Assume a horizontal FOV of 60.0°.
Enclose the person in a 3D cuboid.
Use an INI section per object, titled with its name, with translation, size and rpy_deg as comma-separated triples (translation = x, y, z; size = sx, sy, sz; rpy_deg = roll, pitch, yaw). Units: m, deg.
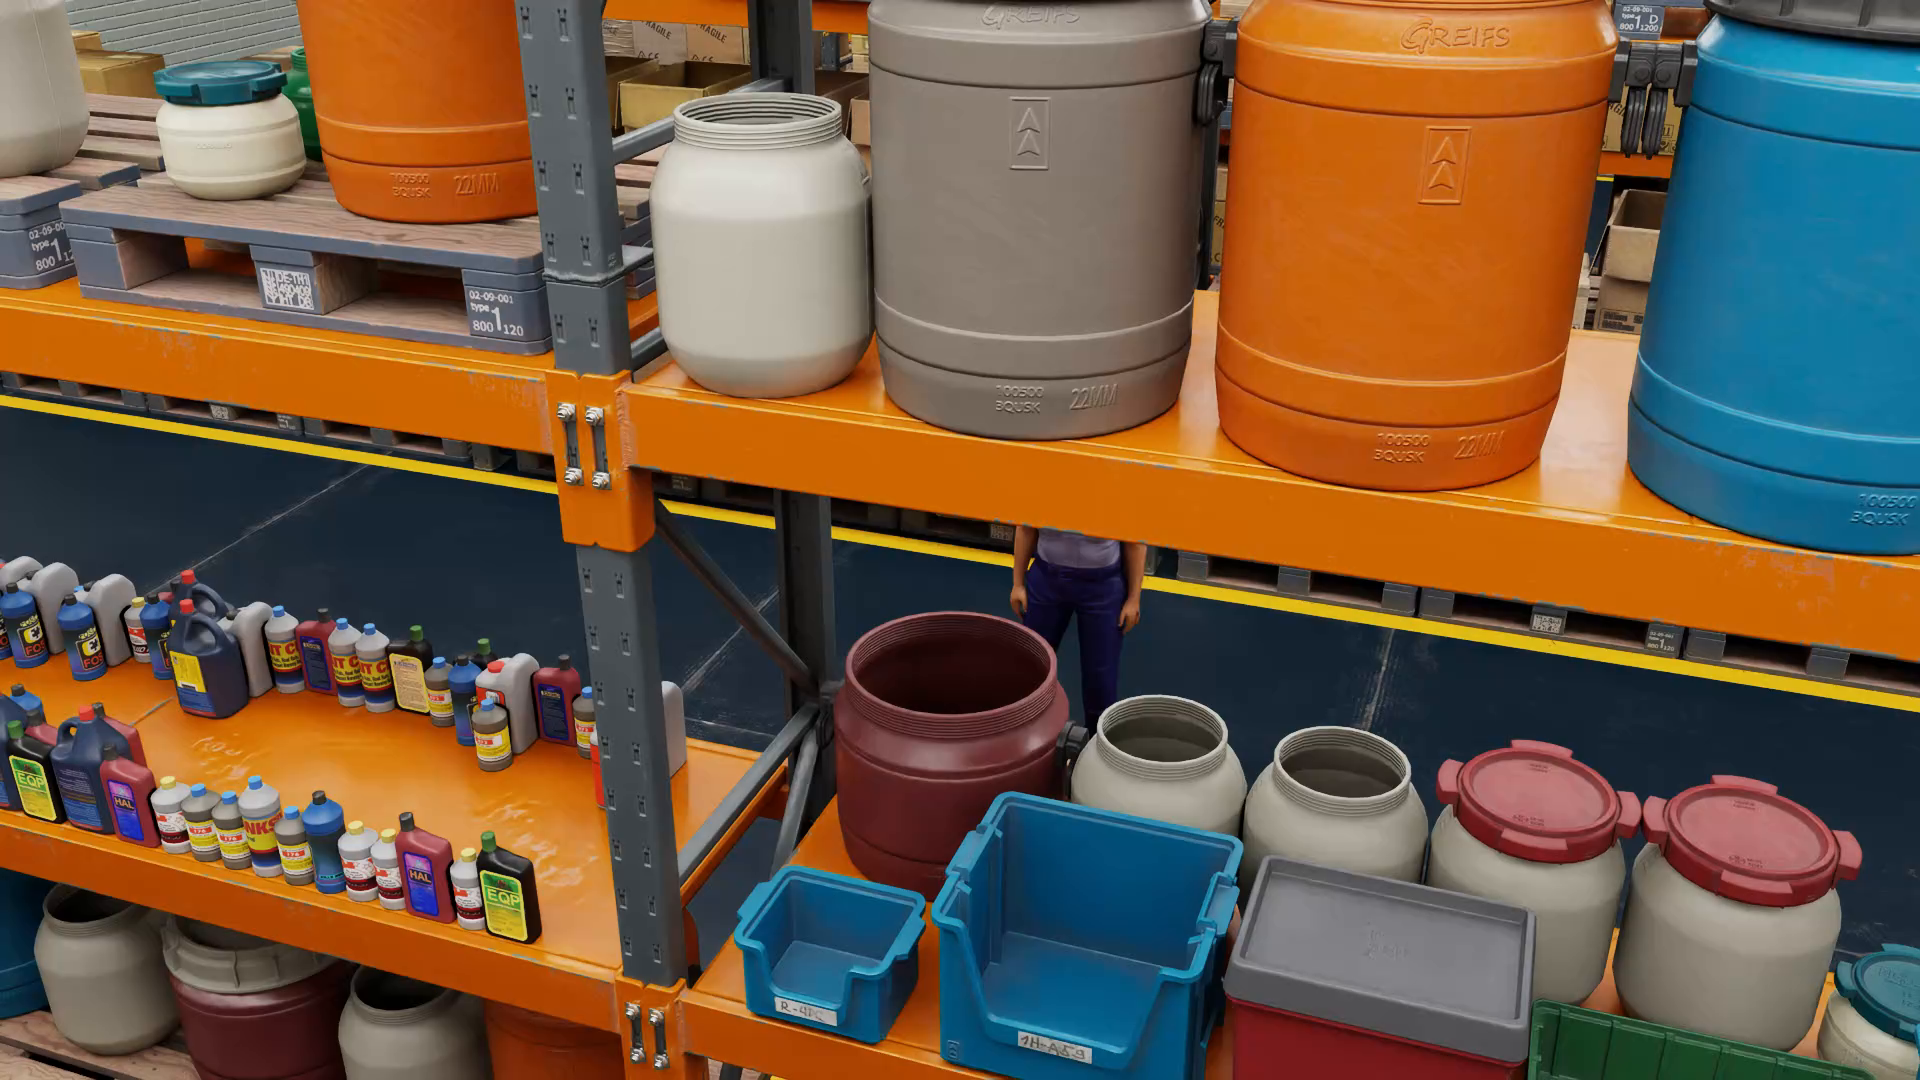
[person]
translation = 0.444, 0.300, 6.703
size = 0.554, 1.476, 0.334
rpy_deg = 7, 27, 15
